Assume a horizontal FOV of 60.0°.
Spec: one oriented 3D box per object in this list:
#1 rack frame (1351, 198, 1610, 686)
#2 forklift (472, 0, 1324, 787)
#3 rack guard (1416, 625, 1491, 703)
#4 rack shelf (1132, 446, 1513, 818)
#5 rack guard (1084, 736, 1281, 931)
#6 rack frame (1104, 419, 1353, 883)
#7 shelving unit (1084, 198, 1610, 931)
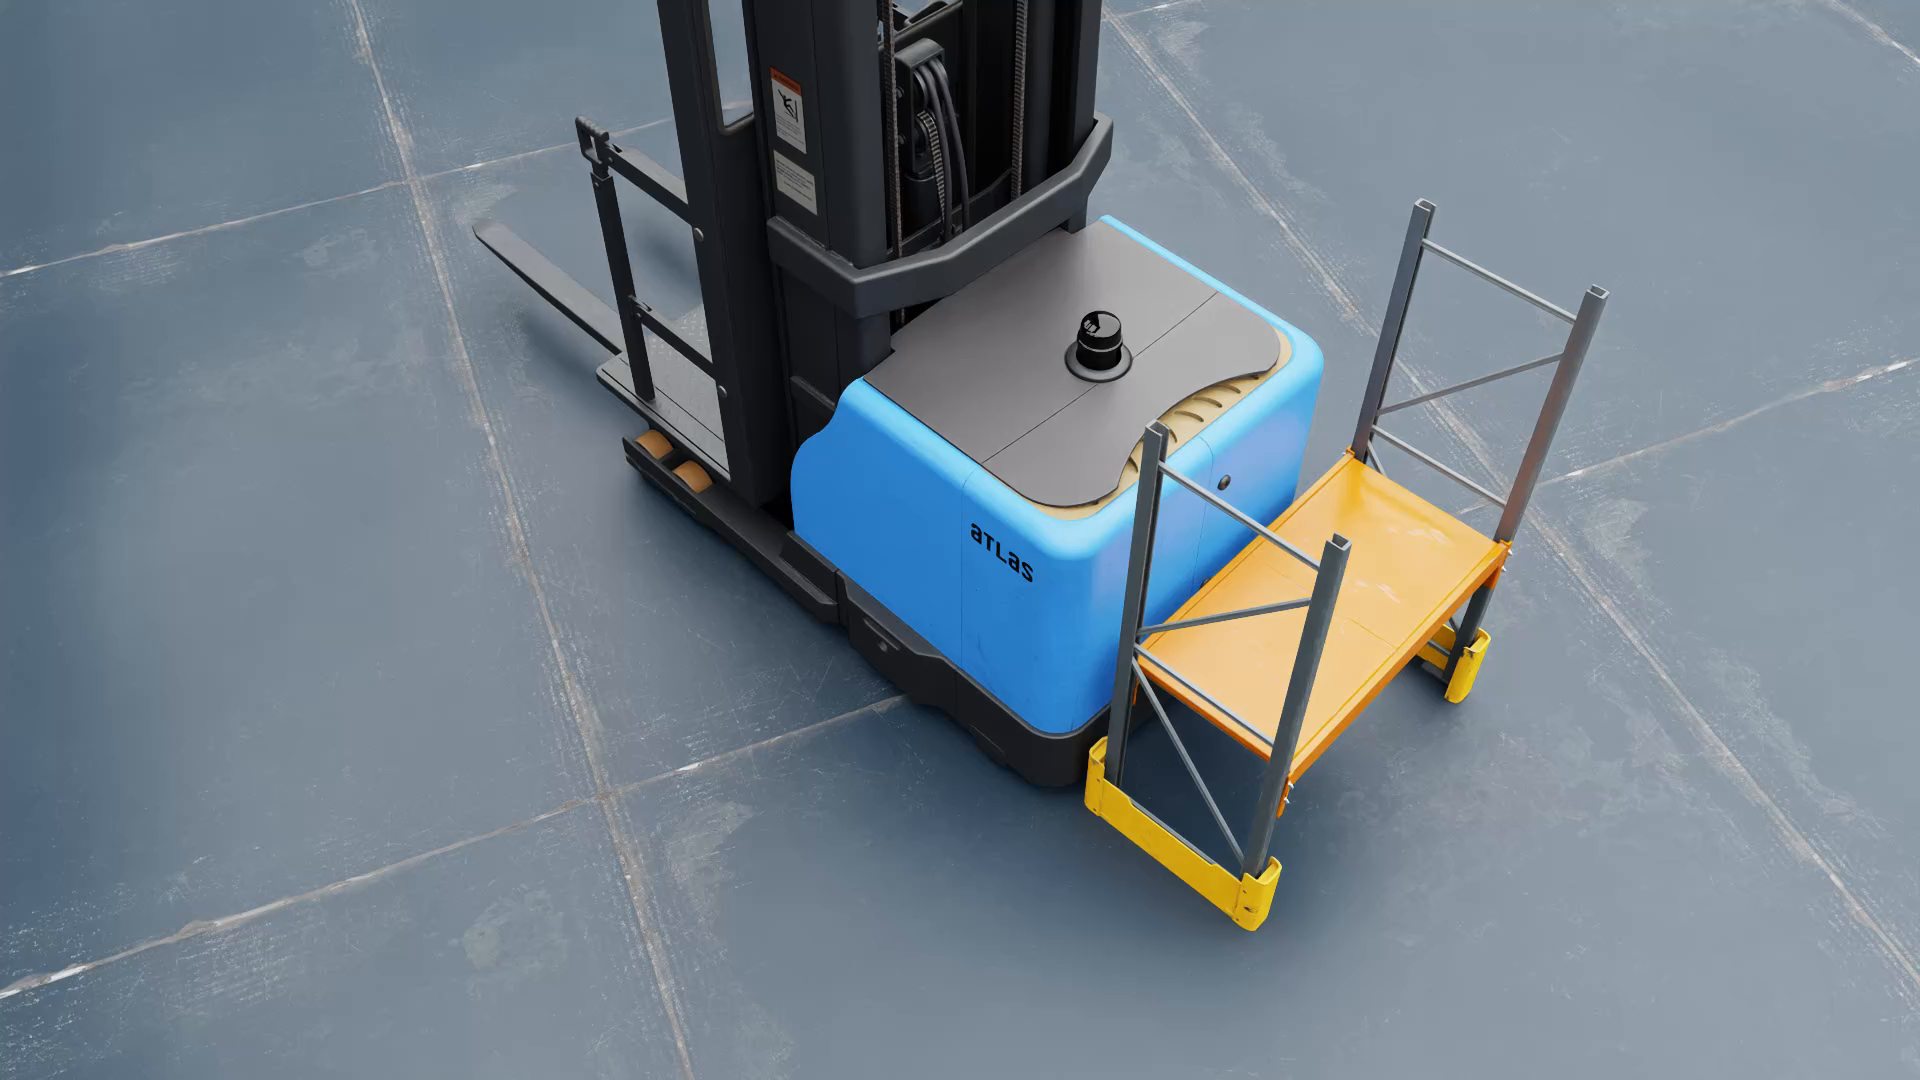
[{"bbox_3d":[1.274,-0.192,4.426,0.500,1.500,0.032,35,58,26],"label":"rack frame"},{"bbox_3d":[-0.438,-1.291,4.426,1.130,2.935,3.031,-37,59,-27],"label":"forklift"},{"bbox_3d":[1.260,0.226,4.891,0.587,0.250,0.087,35,58,26],"label":"rack guard"},{"bbox_3d":[0.926,0.207,4.320,0.538,0.185,1.000,35,58,26],"label":"rack shelf"},{"bbox_3d":[0.579,0.777,4.417,0.587,0.250,0.087,35,58,26],"label":"rack guard"},{"bbox_3d":[0.579,0.371,3.942,0.500,1.500,0.032,35,58,26],"label":"rack frame"},{"bbox_3d":[0.920,0.095,4.179,0.587,1.500,1.083,35,58,26],"label":"shelving unit"}]
